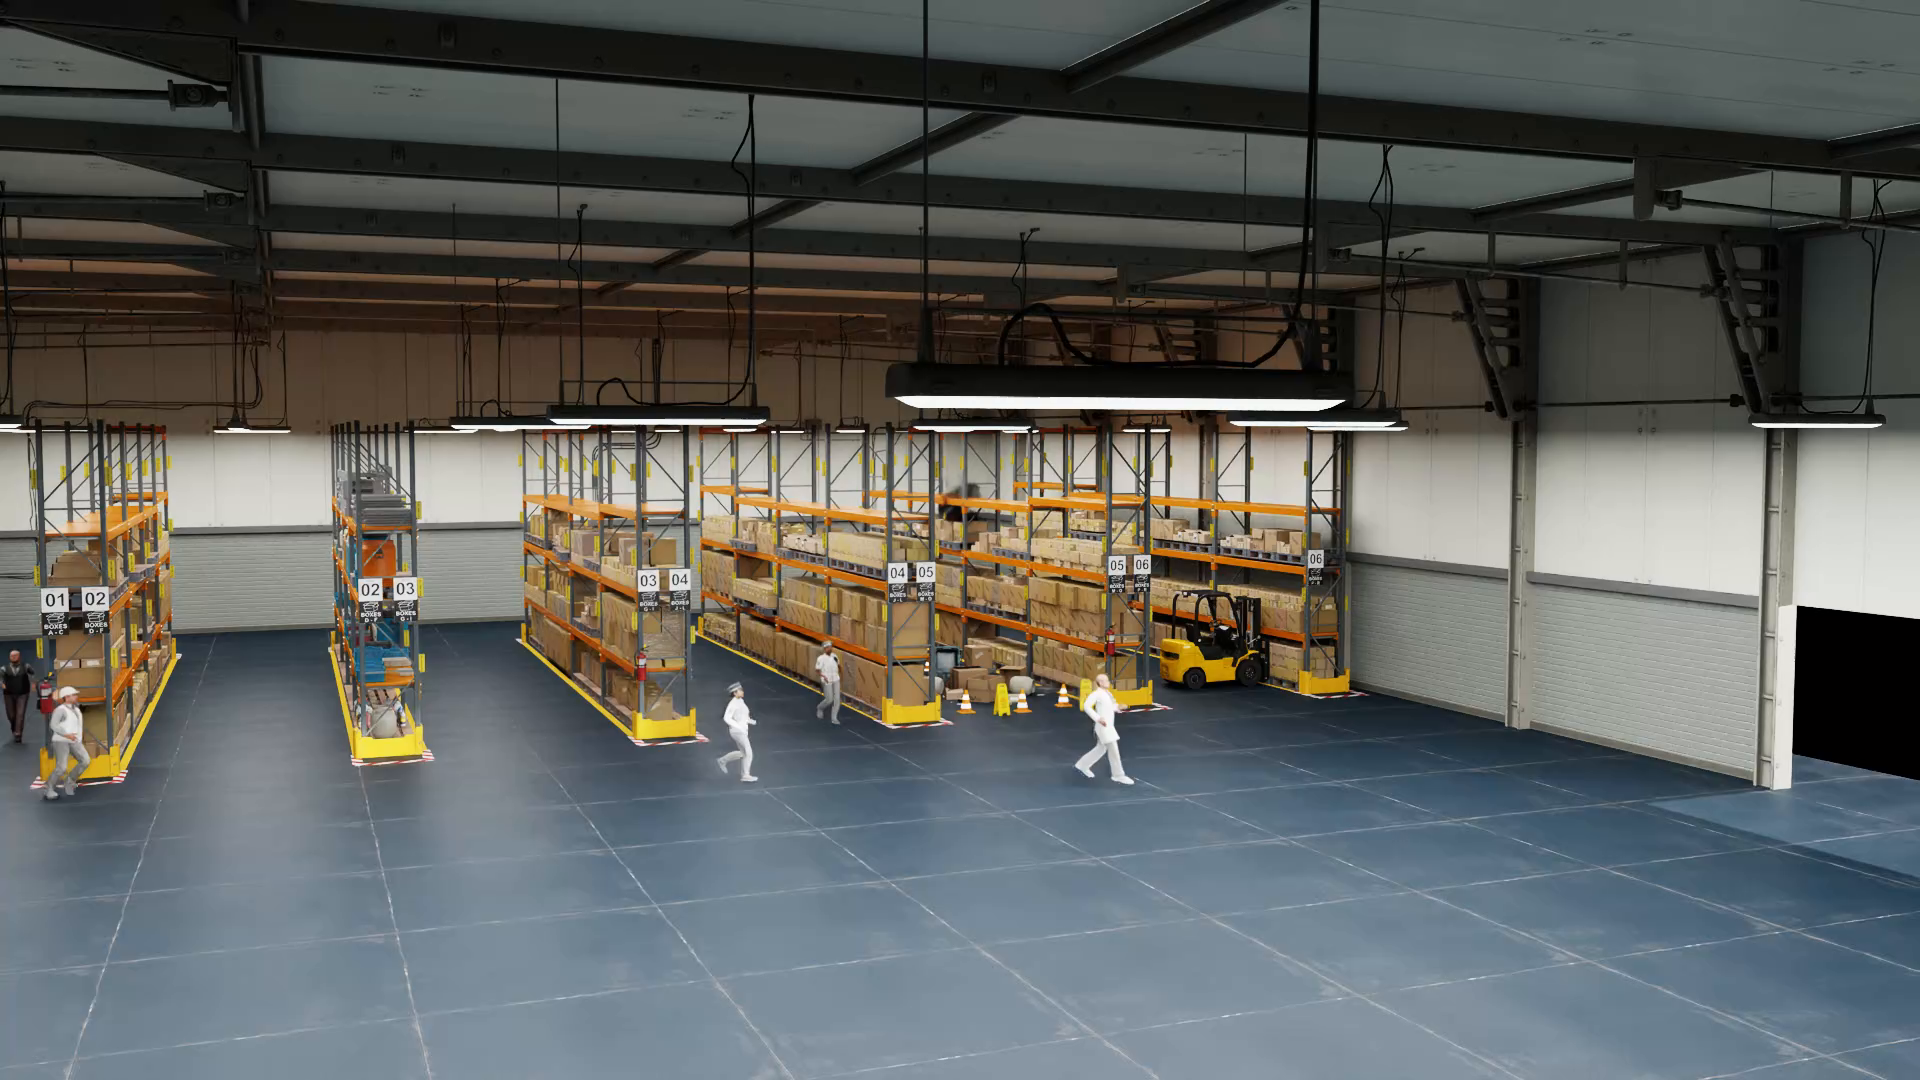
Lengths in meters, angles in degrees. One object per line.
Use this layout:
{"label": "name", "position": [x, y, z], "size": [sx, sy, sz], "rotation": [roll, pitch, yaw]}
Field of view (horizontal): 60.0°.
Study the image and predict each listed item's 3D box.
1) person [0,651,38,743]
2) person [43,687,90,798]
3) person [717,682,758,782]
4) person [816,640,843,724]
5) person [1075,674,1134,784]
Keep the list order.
{"label": "person", "position": [-17.707, 2.922, 31.230], "size": [0.676, 1.686, 0.971], "rotation": [-2, 4, -25]}
{"label": "person", "position": [-14.161, 3.206, 26.465], "size": [0.635, 1.745, 0.714], "rotation": [1, 4, 11]}
{"label": "person", "position": [-3.710, 3.169, 27.562], "size": [0.718, 1.653, 0.621], "rotation": [0, 4, 7]}
{"label": "person", "position": [-2.551, 2.828, 33.203], "size": [0.581, 1.644, 0.670], "rotation": [-2, 4, -27]}
{"label": "person", "position": [2.372, 3.091, 27.324], "size": [1.017, 1.775, 0.707], "rotation": [1, 4, 15]}
